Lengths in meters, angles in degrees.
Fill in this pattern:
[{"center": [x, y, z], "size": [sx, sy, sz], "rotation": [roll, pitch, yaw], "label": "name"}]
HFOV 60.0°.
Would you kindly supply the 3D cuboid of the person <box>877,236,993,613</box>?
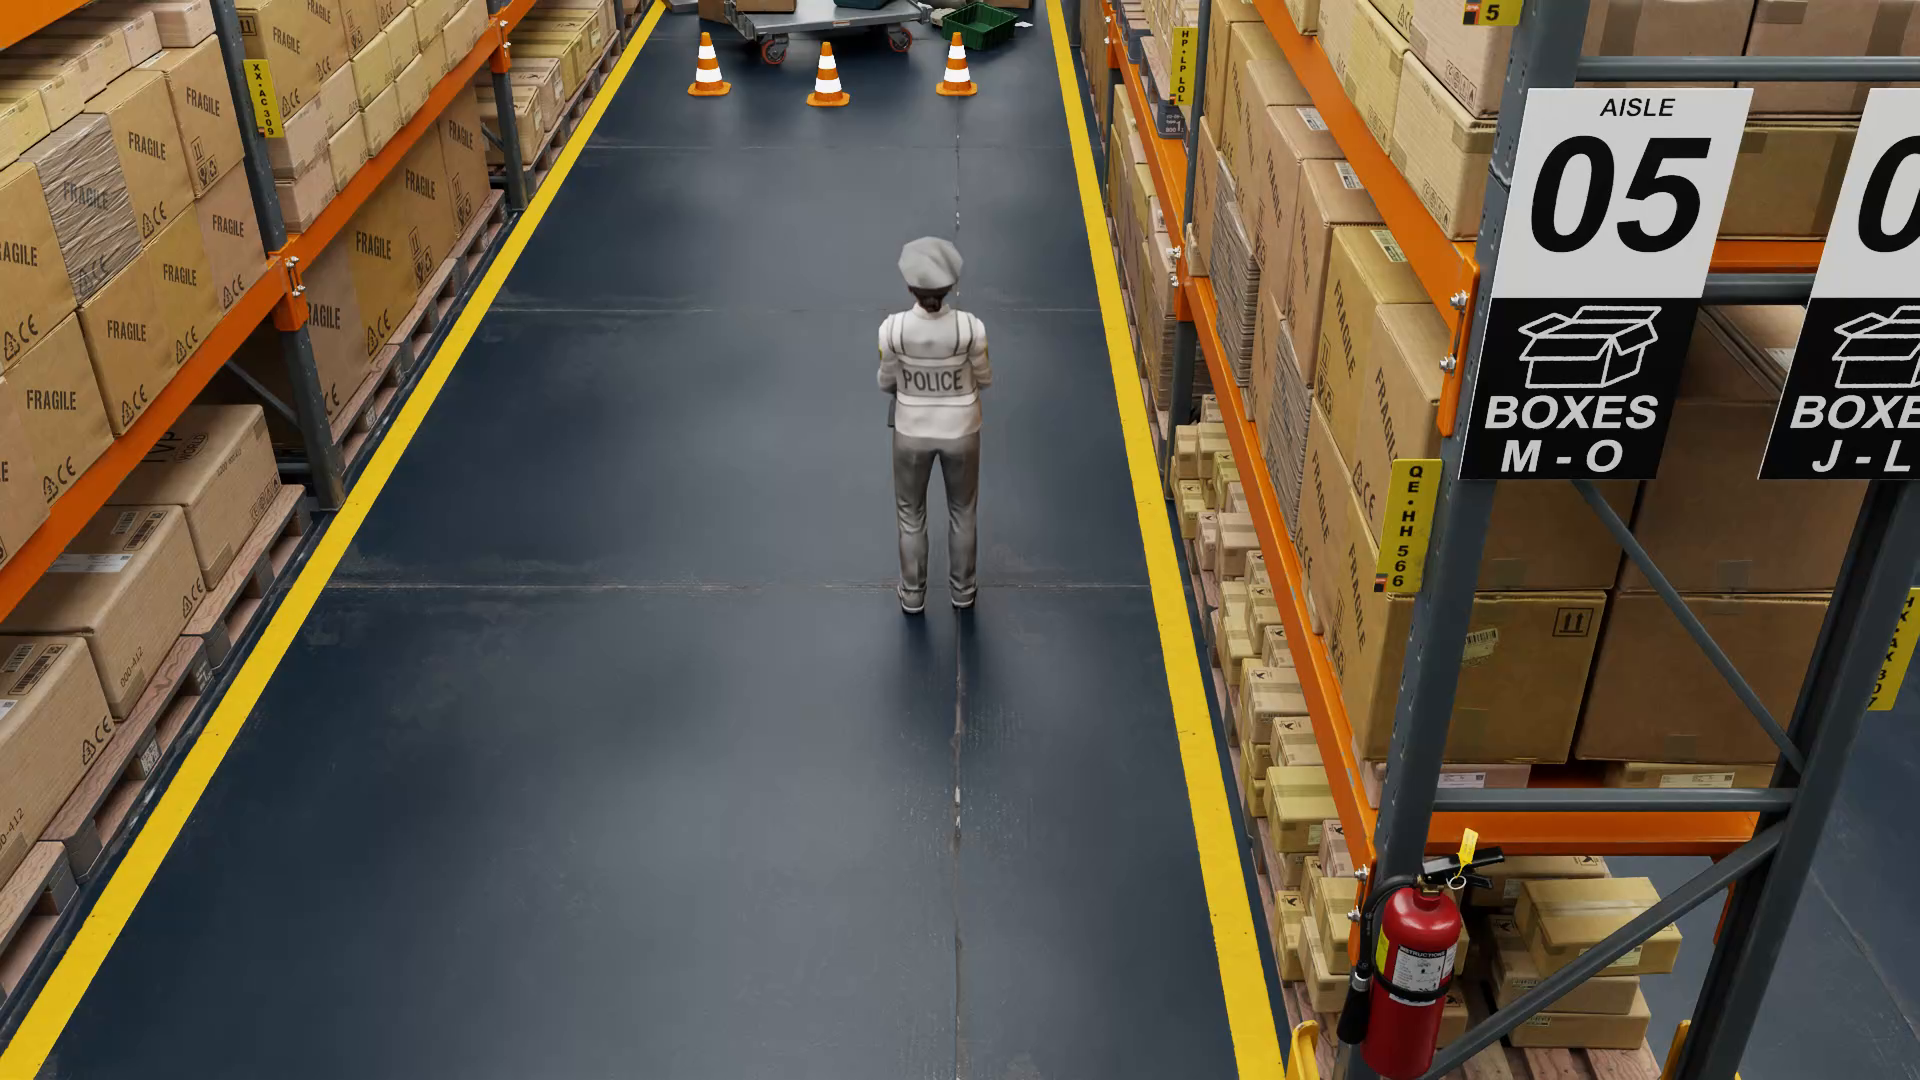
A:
[{"center": [-0.102, -0.481, 6.885], "size": [0.469, 1.690, 0.550], "rotation": [0, 32, 0], "label": "person"}]
